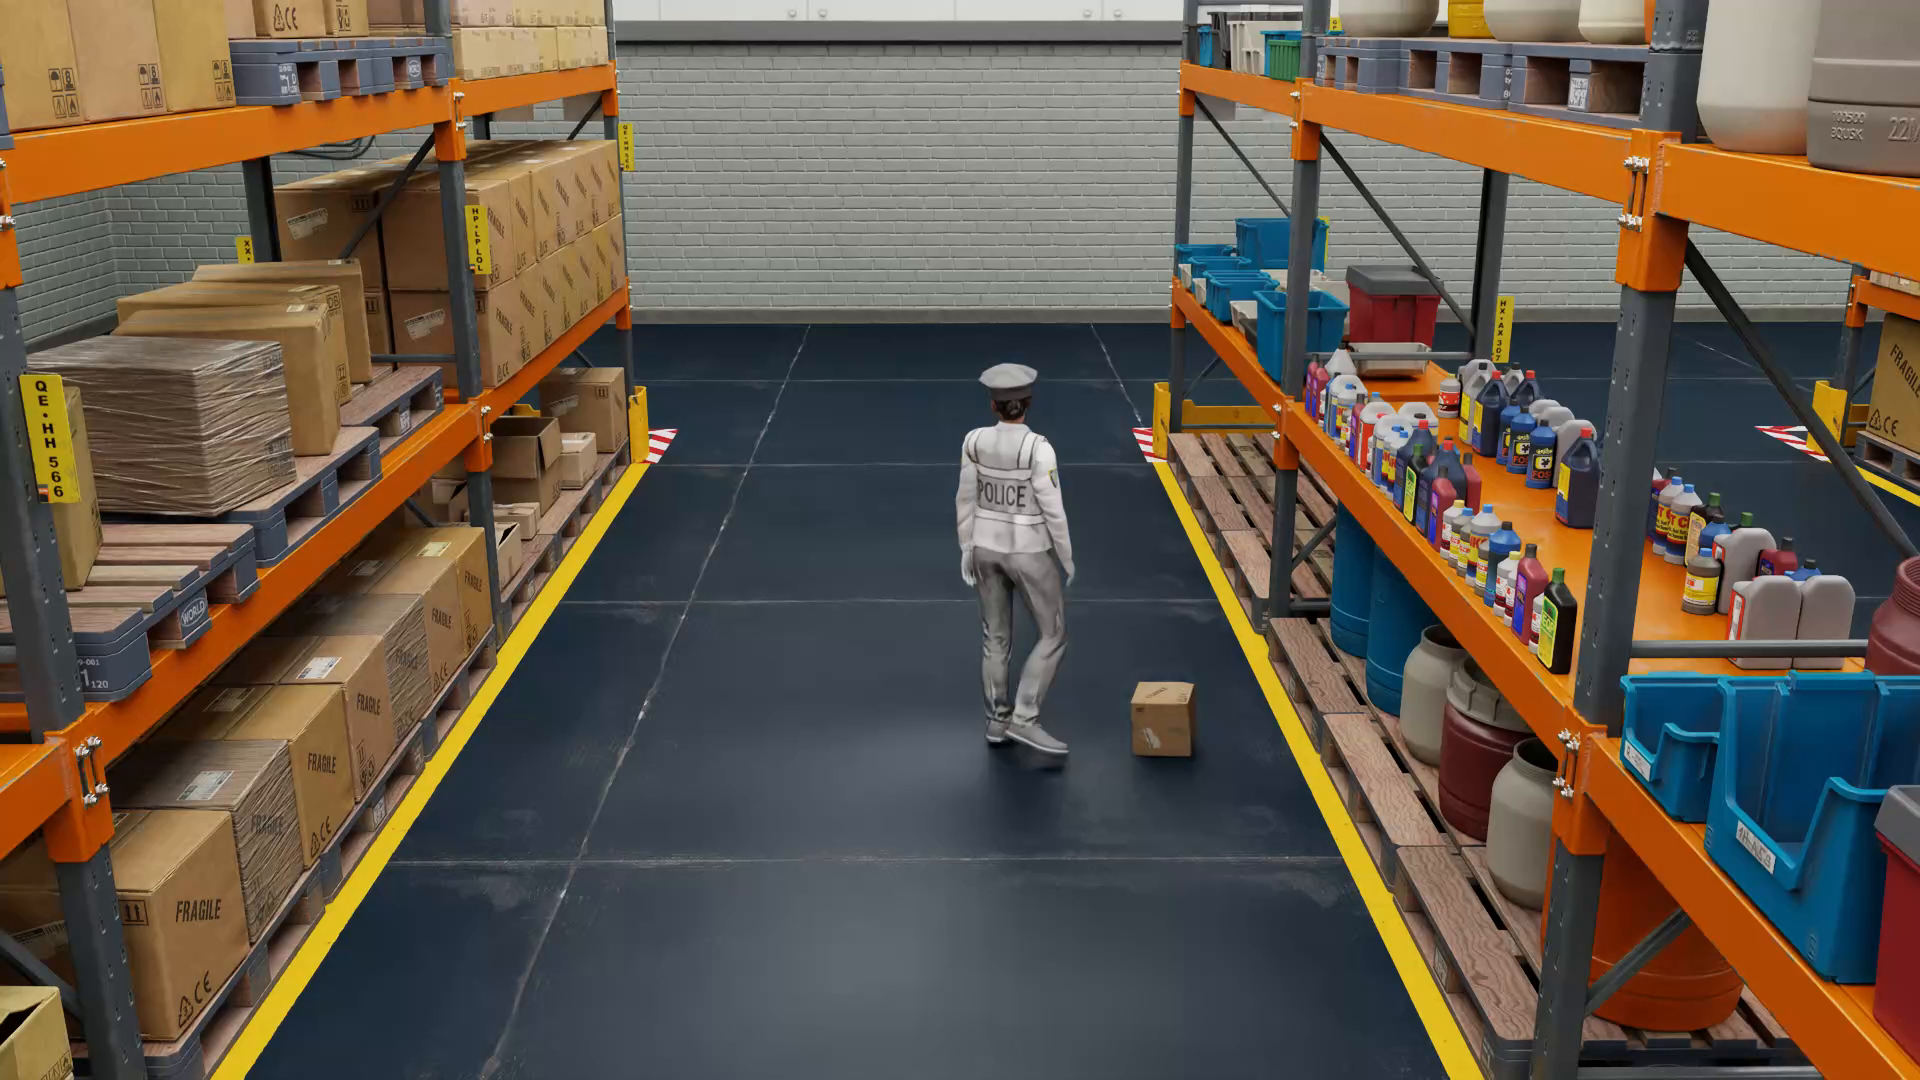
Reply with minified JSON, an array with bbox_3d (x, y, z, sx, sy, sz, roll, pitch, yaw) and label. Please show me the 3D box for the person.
[{"bbox_3d":[0.253,0.093,7.179,0.645,1.661,0.435,11,21,33],"label":"person"}]
